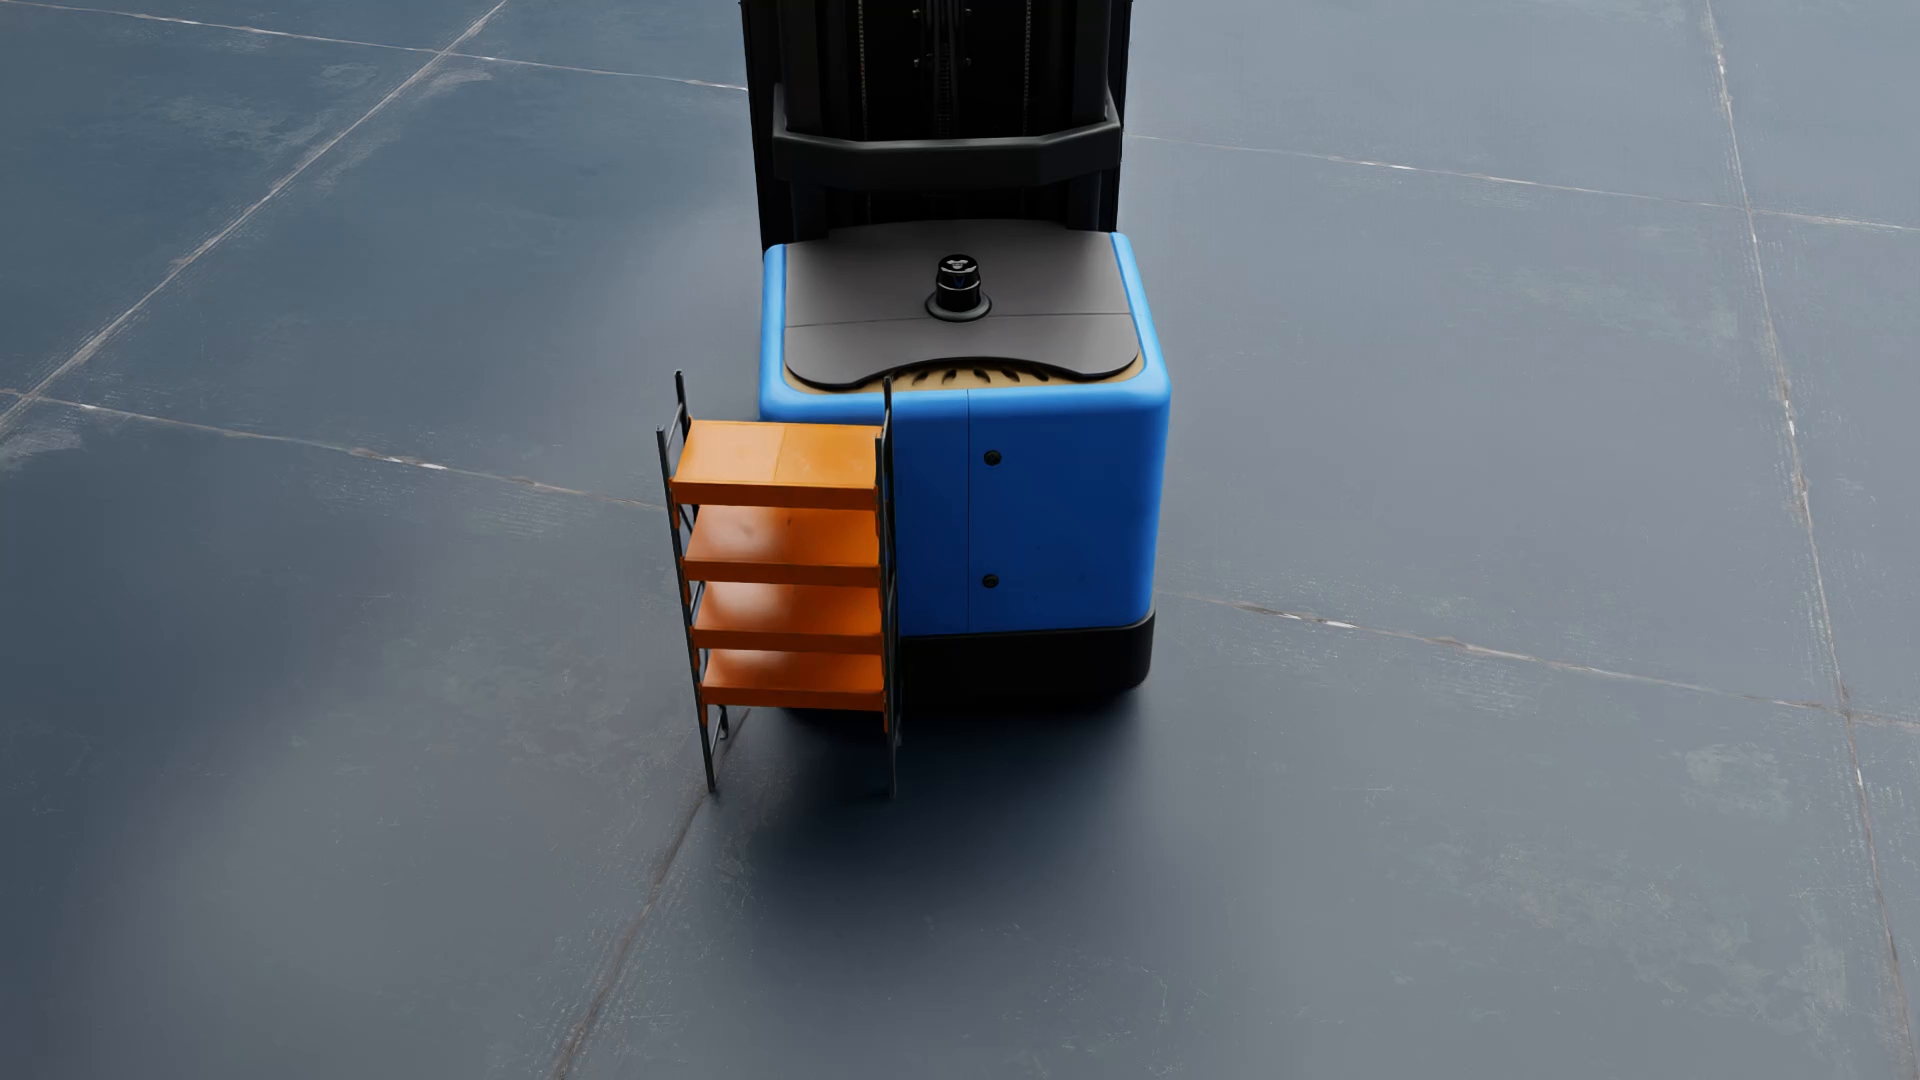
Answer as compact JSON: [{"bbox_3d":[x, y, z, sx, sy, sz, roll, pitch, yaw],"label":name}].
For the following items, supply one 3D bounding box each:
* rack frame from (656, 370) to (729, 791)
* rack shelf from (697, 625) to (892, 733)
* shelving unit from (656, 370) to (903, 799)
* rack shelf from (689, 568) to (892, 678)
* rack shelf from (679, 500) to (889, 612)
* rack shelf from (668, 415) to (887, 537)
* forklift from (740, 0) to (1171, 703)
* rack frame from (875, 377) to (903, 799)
[{"bbox_3d":[-0.661,0.139,4.173,0.015,1.200,0.240,2,40,3],"label":"rack frame"},{"bbox_3d":[-0.418,0.351,4.334,0.480,0.148,0.258,2,40,3],"label":"rack shelf"},{"bbox_3d":[-0.418,0.148,4.162,0.503,1.200,0.258,2,40,3],"label":"shelving unit"},{"bbox_3d":[-0.418,0.199,4.206,0.480,0.148,0.258,2,40,3],"label":"rack shelf"},{"bbox_3d":[-0.418,0.028,4.061,0.480,0.148,0.258,2,40,3],"label":"rack shelf"},{"bbox_3d":[-0.418,-0.153,3.909,0.480,0.148,0.258,2,40,3],"label":"rack shelf"},{"bbox_3d":[-0.083,-1.595,4.892,1.130,2.935,3.031,-3,40,-3],"label":"forklift"},{"bbox_3d":[-0.174,0.157,4.152,0.015,1.200,0.240,2,40,3],"label":"rack frame"}]
